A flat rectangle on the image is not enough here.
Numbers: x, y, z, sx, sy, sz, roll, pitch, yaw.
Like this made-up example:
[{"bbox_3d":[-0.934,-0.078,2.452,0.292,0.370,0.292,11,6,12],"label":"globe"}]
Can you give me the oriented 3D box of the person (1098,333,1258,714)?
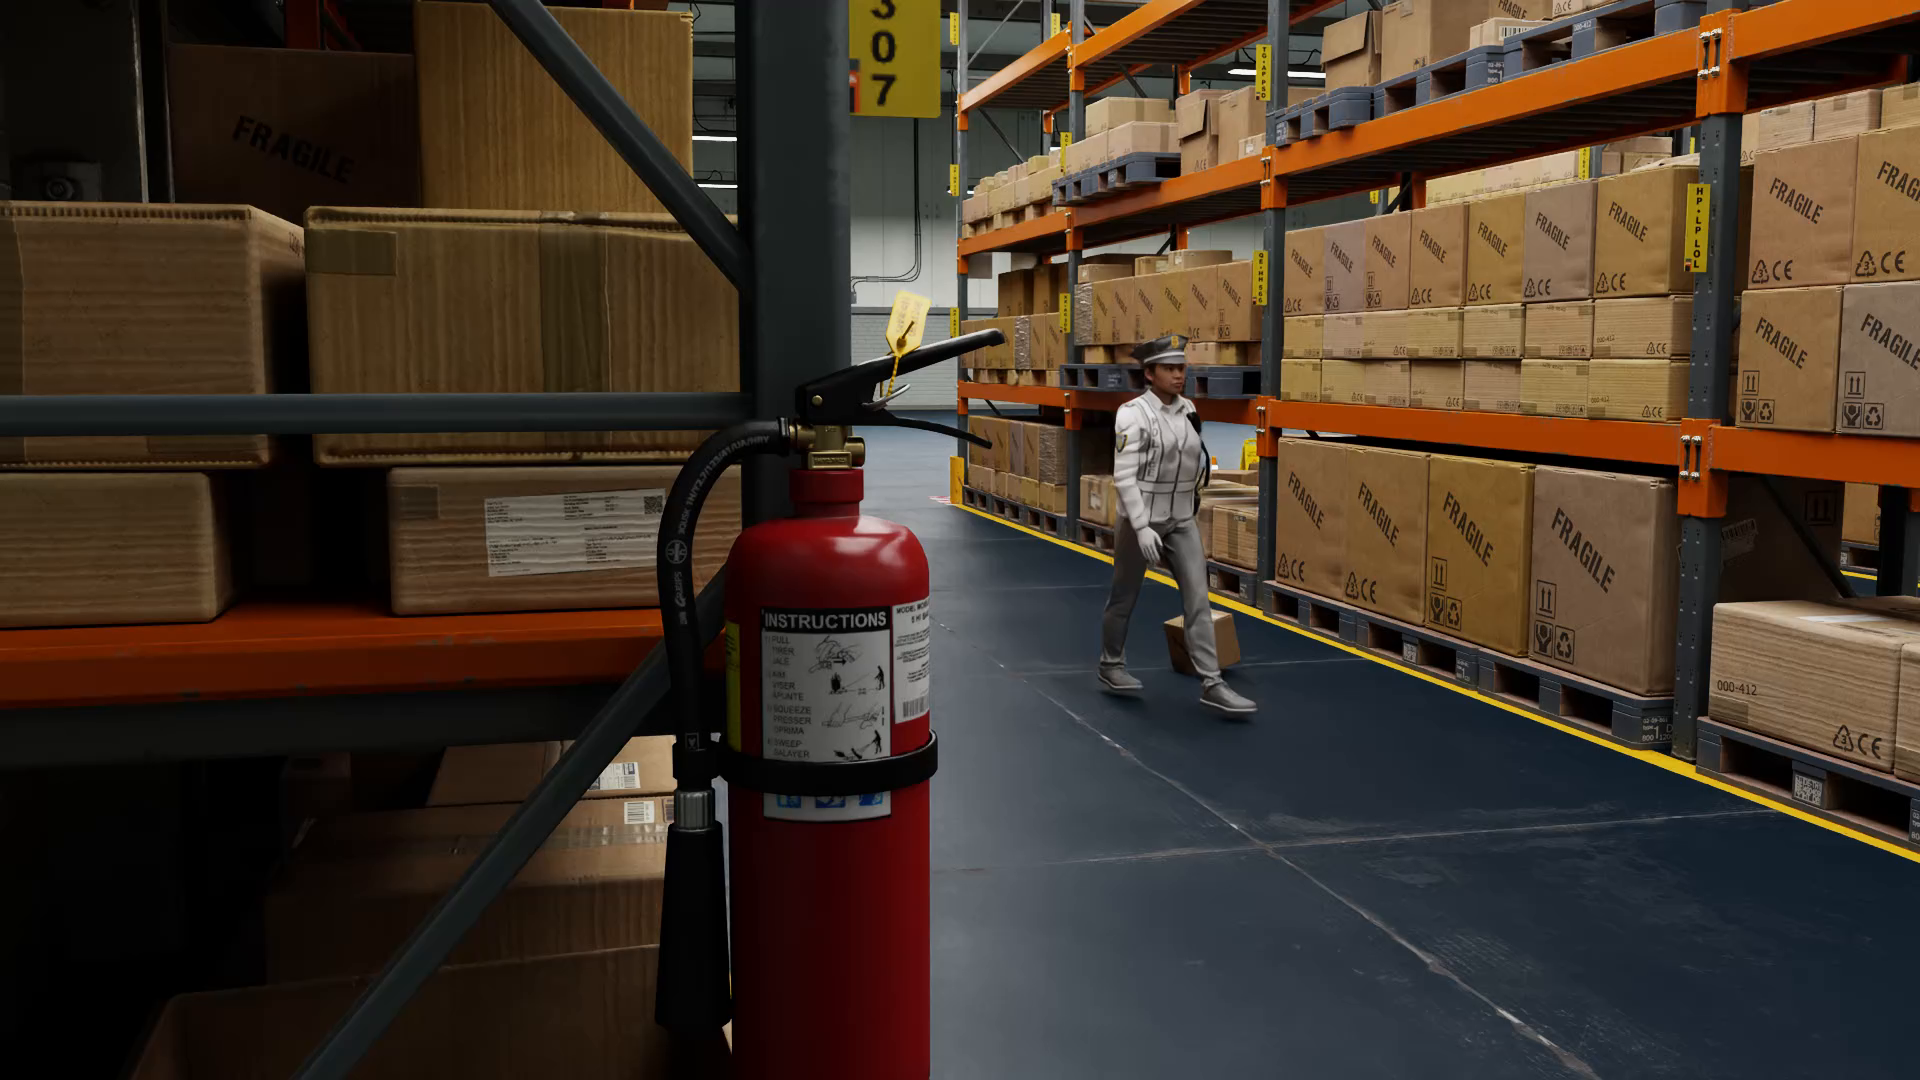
[{"bbox_3d":[0.892,-0.091,7.320,0.488,1.623,0.943,-3,7,-25],"label":"person"}]
